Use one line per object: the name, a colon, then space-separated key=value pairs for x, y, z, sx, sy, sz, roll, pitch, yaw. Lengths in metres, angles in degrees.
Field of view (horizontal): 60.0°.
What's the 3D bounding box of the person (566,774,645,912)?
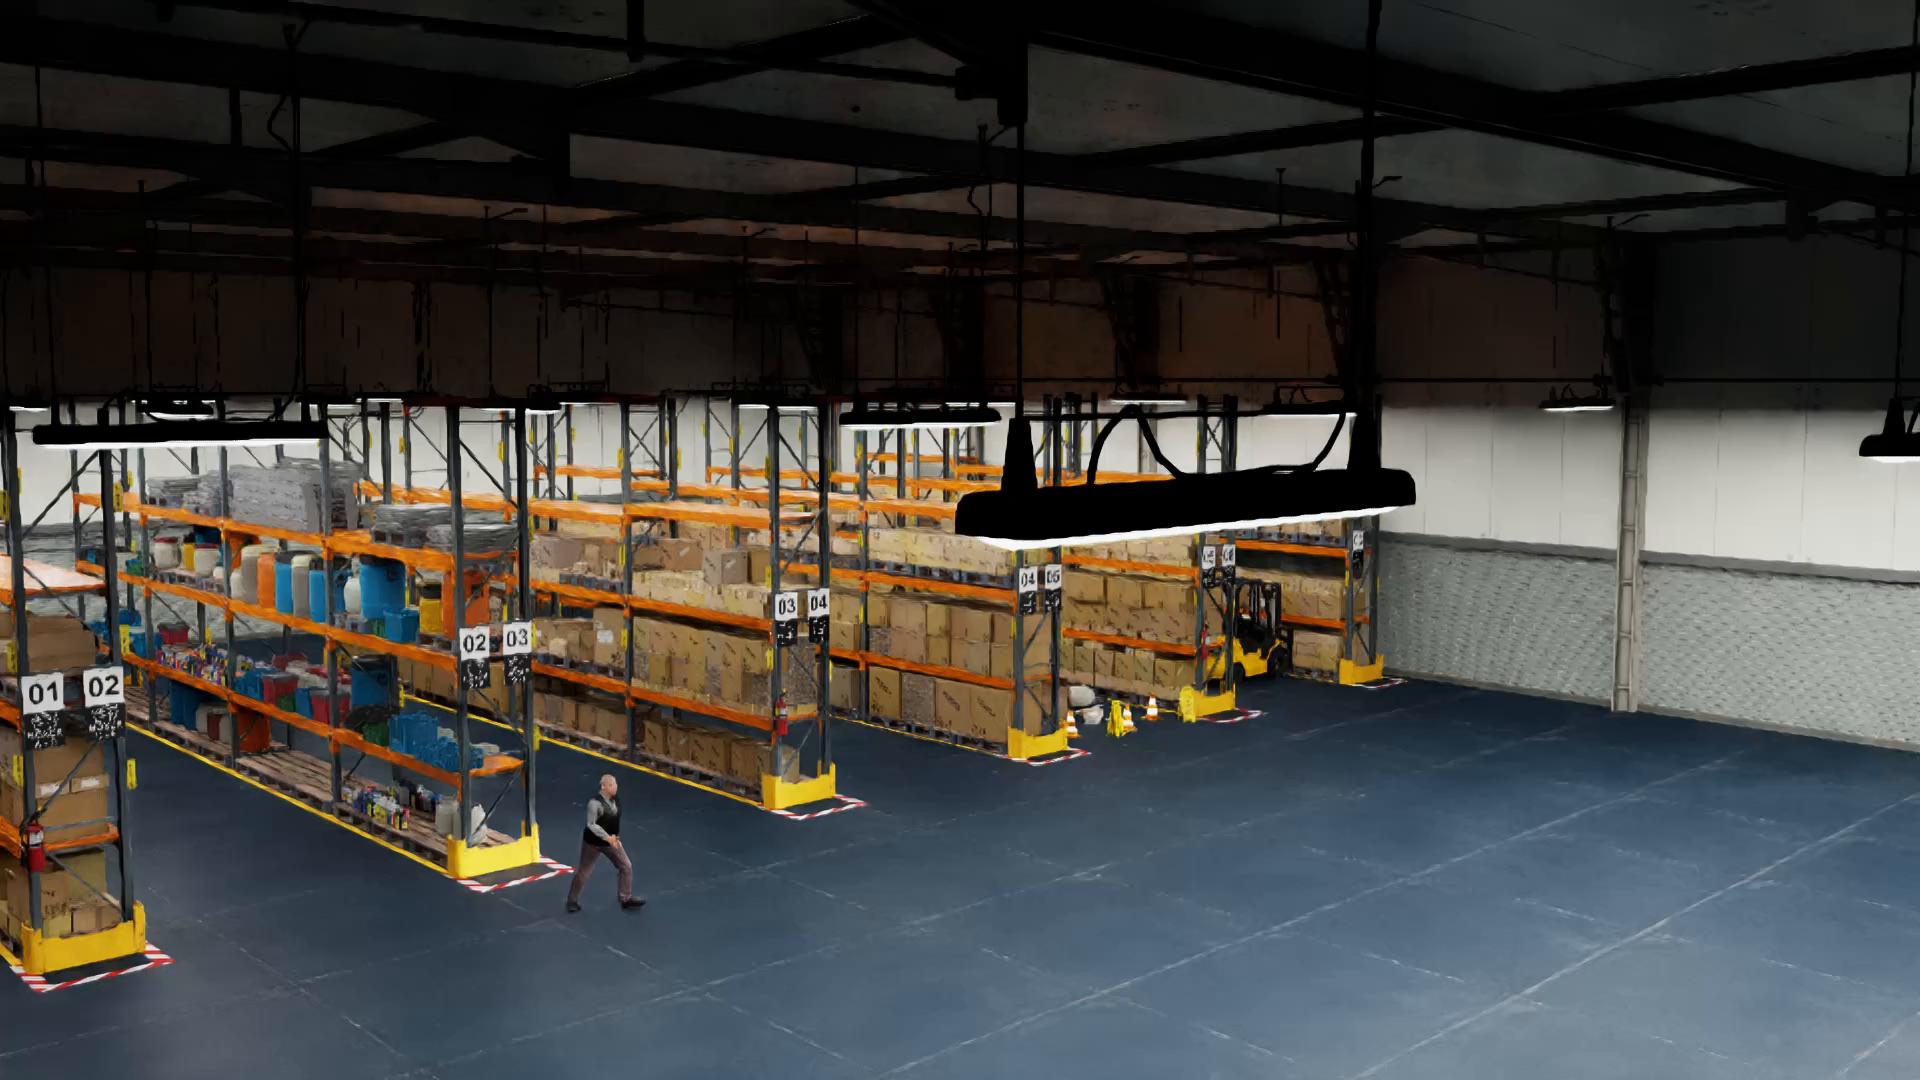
person: x=-4.273 y=3.589 z=19.770 sx=0.842 sy=1.663 sz=0.653 roll=3 pitch=6 yaw=30
